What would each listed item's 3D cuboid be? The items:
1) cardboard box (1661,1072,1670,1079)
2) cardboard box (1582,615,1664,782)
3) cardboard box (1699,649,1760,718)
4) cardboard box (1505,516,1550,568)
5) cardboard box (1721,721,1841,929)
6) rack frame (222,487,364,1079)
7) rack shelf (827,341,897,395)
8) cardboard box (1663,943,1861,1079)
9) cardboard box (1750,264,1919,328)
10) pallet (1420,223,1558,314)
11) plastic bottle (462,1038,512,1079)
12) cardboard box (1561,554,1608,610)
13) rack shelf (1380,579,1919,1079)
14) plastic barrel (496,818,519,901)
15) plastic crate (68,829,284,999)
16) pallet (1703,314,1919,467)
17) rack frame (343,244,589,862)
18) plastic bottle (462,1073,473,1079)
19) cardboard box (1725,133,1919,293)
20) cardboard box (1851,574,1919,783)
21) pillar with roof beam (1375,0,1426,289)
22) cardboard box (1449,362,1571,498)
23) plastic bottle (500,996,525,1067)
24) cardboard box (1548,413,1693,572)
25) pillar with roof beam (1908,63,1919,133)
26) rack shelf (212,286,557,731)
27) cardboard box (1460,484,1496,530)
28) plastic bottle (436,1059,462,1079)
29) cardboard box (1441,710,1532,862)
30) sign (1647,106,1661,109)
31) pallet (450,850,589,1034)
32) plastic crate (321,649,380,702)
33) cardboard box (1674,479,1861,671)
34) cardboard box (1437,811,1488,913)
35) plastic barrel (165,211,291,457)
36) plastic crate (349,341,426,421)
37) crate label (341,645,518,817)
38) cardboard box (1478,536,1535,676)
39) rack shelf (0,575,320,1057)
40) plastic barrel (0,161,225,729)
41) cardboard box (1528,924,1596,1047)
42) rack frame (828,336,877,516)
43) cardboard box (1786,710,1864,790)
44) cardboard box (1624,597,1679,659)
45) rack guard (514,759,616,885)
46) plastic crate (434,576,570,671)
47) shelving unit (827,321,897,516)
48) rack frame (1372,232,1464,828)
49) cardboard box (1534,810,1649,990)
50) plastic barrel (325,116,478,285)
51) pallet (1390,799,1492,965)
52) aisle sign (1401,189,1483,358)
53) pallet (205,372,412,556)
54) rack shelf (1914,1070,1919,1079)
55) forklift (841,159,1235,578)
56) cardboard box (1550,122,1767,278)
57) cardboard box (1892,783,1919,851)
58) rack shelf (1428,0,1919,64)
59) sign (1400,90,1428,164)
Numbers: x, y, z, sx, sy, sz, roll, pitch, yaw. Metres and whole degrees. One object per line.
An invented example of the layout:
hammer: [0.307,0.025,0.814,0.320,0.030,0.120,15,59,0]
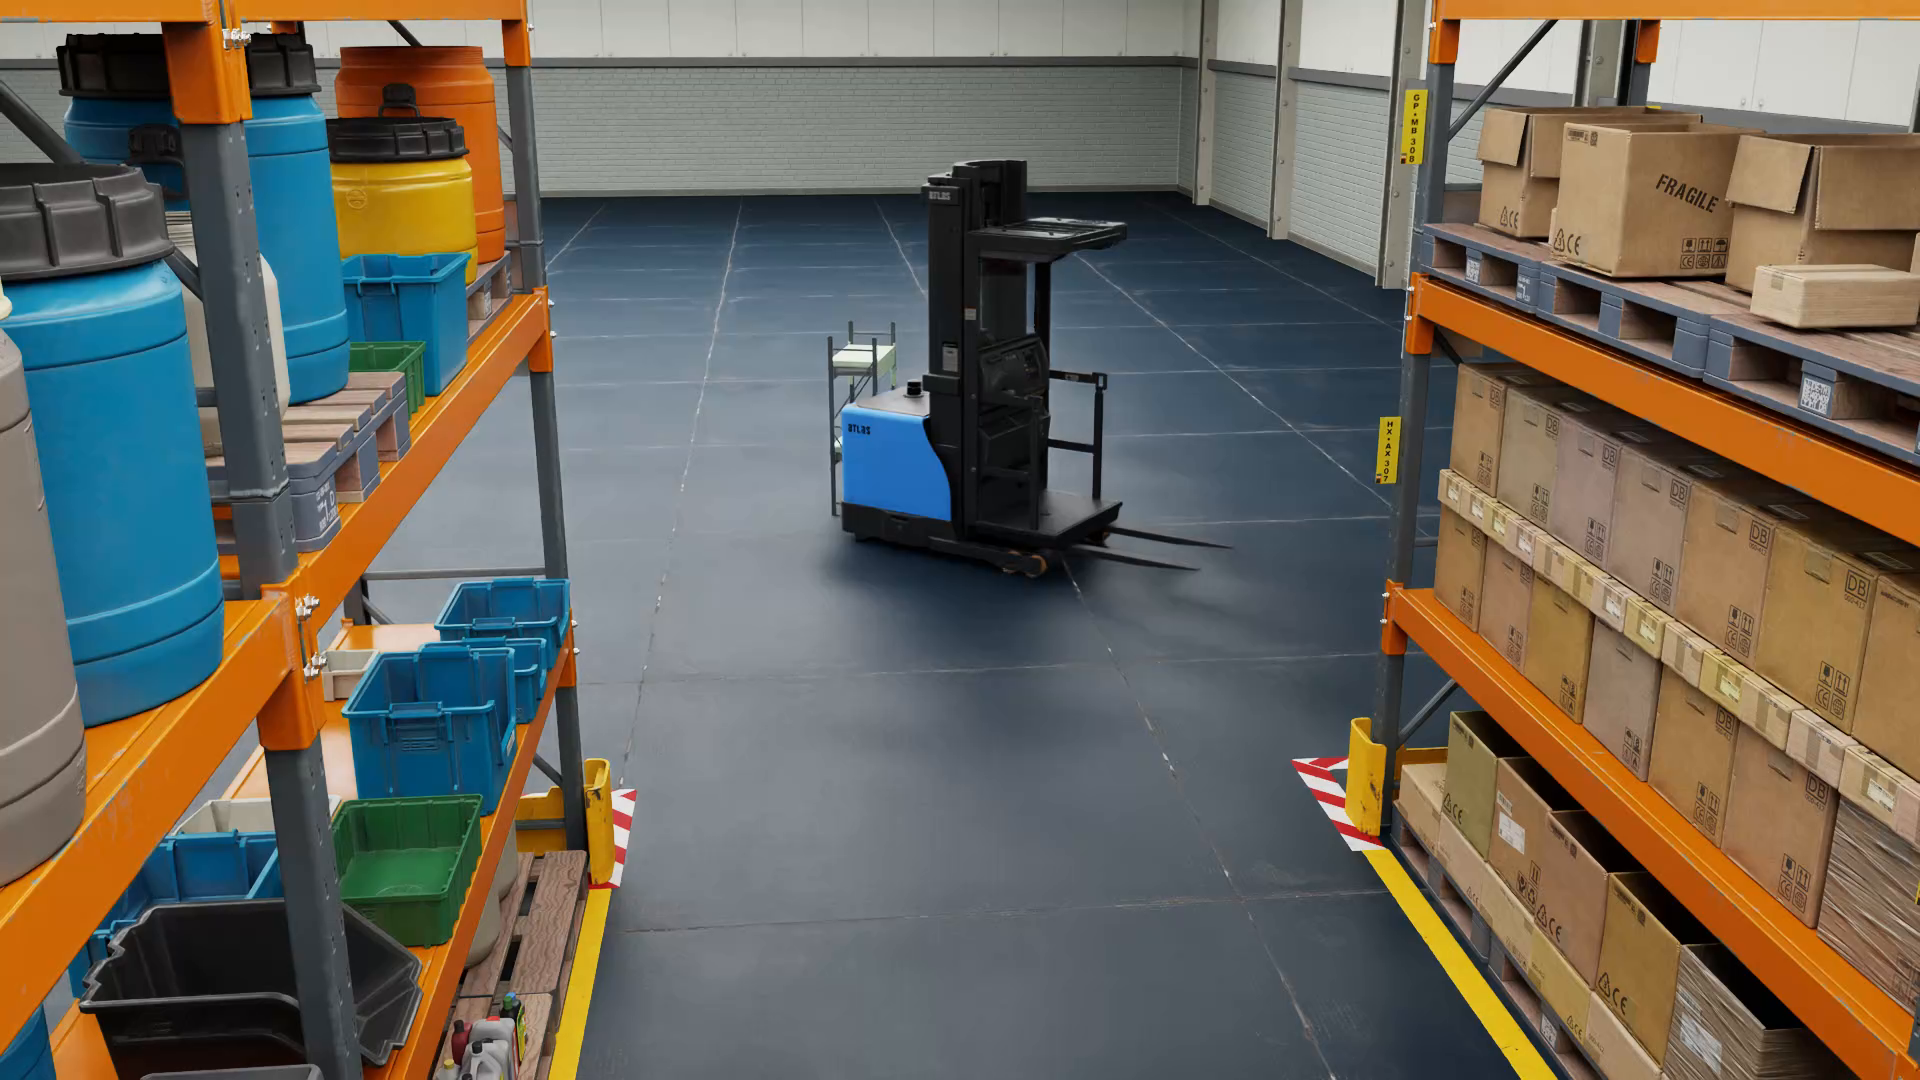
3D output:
cardboard box: [2.708,2.029,5.596,0.500,0.250,0.500,-2,18,-6]
cardboard box: [2.800,0.559,6.221,0.700,0.500,0.500,-1,17,-4]
cardboard box: [2.671,0.463,5.444,0.380,0.149,0.250,-2,18,-6]
cardboard box: [2.507,0.001,6.917,0.380,0.149,0.250,-2,18,-6]
cardboard box: [2.902,0.861,5.259,0.700,0.500,0.500,-2,18,-6]
rack frame: [-1.912,1.350,3.869,1.000,3.000,0.127,-2,18,-6]
rack shelf: [-0.806,-1.395,13.812,0.431,0.370,0.720,3,18,9]
cardboard box: [2.710,1.671,5.484,0.500,0.500,0.500,-2,18,-6]
cardboard box: [2.619,-0.731,4.975,0.380,0.149,0.250,-2,18,-6]
pallet: [2.650,-1.171,7.039,1.003,0.211,1.213,-2,18,-6]
plastic bottle: [-1.686,1.899,5.934,0.152,0.276,0.135,-2,18,-7]
cardboard box: [2.564,0.156,6.421,0.380,0.149,0.250,-2,18,-6]
rack shelf: [2.809,0.945,6.359,1.077,0.370,4.000,-2,18,-6]
plastic barrel: [-2.181,1.339,7.358,0.421,0.512,0.421,0,17,0]
plastic crate: [-2.297,1.100,4.915,0.499,0.251,0.616,-2,18,-6]
pallet: [2.901,-0.444,4.724,1.003,0.211,1.213,-2,18,-6]
rack frame: [-2.325,0.158,7.665,1.000,3.000,0.127,-2,18,-6]
plastic bottle: [-1.646,1.968,5.590,0.144,0.351,0.185,-2,18,-6]
cardboard box: [2.971,-1.044,5.380,0.797,0.503,0.637,0,17,0]
cardboard box: [2.963,0.399,4.564,0.700,0.500,0.500,-2,18,-5]
pillar with roof beam: [2.323,-8.058,23.821,9.100,9.000,0.400,-2,18,-6]
cardboard box: [2.643,-0.505,7.445,0.700,0.500,0.500,-2,18,-5]
plastic bottle: [-1.669,1.812,6.197,0.061,0.283,0.133,-1,17,-4]
cardboard box: [2.756,-0.198,6.468,0.700,0.500,0.500,-2,18,-5]
pillar with roof beam: [3.561,-4.483,12.433,9.100,9.000,0.400,-2,18,-6]
rack shelf: [-2.119,-0.334,5.426,1.077,0.370,4.000,-2,18,-6]
cardboard box: [2.459,-0.149,7.393,0.380,0.149,0.250,-2,18,-7]
plastic bottle: [-1.808,1.944,5.915,0.097,0.201,0.097,0,17,0]
cardboard box: [2.490,1.076,7.381,0.500,0.500,0.500,-2,18,-6]
sign: [3.144,-1.822,7.619,0.100,0.325,0.005,-2,18,-6]
pallet: [-2.192,1.752,7.244,1.003,0.211,1.213,-2,18,-6]
plastic crate: [-2.553,0.561,6.824,0.298,0.136,0.250,-2,18,-6]
cardboard box: [2.859,0.100,5.519,0.700,0.500,0.500,-2,18,-6]
cardboard box: [2.492,1.433,7.493,0.500,0.250,0.500,-2,18,-6]
plastic barrel: [-1.761,-0.469,3.768,0.421,0.512,0.421,0,17,0]
plastic crate: [-1.804,-0.459,4.976,0.336,0.188,0.450,-2,18,-6]
crate label: [-1.866,0.681,5.940,0.502,0.435,0.616,-2,18,-6]
cardboard box: [2.697,0.254,7.192,0.700,0.500,0.500,-1,17,-4]
rack shelf: [-1.706,0.858,1.630,1.077,0.370,4.000,-2,18,-6]
plastic barrel: [-1.644,-0.176,2.884,0.600,0.901,0.708,-2,18,-6]
cardboard box: [2.590,1.731,6.544,0.500,0.250,0.500,-2,18,-6]
rack frame: [-0.867,-0.914,13.585,0.400,1.500,0.023,3,18,9]
cardboard box: [2.721,0.615,4.961,0.380,0.149,0.250,-2,18,-7]
cardboard box: [2.614,0.309,5.935,0.380,0.149,0.250,-1,17,-4]
rack guard: [-2.270,1.372,7.972,1.175,0.500,0.348,-2,18,-6]
plastic crate: [-1.976,0.369,7.242,0.499,0.251,0.616,-2,18,-6]
shelving unit: [-0.806,-1.022,13.929,0.431,1.500,0.755,3,18,9]
rack frame: [2.602,0.006,8.149,1.000,3.000,0.127,-2,18,-6]
cardboard box: [2.589,1.374,6.431,0.500,0.500,0.500,-2,18,-6]
plastic barrel: [-2.081,-1.227,6.055,0.600,0.588,0.600,0,17,0]
pallet: [2.723,1.563,7.845,1.003,0.211,1.213,-2,18,-6]
aisle sign: [2.291,-1.244,7.792,0.394,0.787,0.004,-2,18,-6]
pallet: [-2.084,-0.203,4.123,1.213,0.211,1.003,-2,18,-6]
rack shelf: [3.221,2.137,2.563,1.077,0.370,4.000,-2,18,-6]
forklift: [0.580,-1.300,12.426,3.031,2.935,1.130,11,20,30]
cardboard box: [2.502,-1.236,5.998,0.500,0.500,0.500,-2,18,-6]
cardboard box: [2.774,0.766,4.478,0.380,0.149,0.250,-2,18,-6]
rack shelf: [2.809,-1.726,5.520,1.077,0.370,4.000,-2,18,-6]
sign: [2.050,-1.864,7.508,0.100,0.325,0.005,-2,18,-6]
